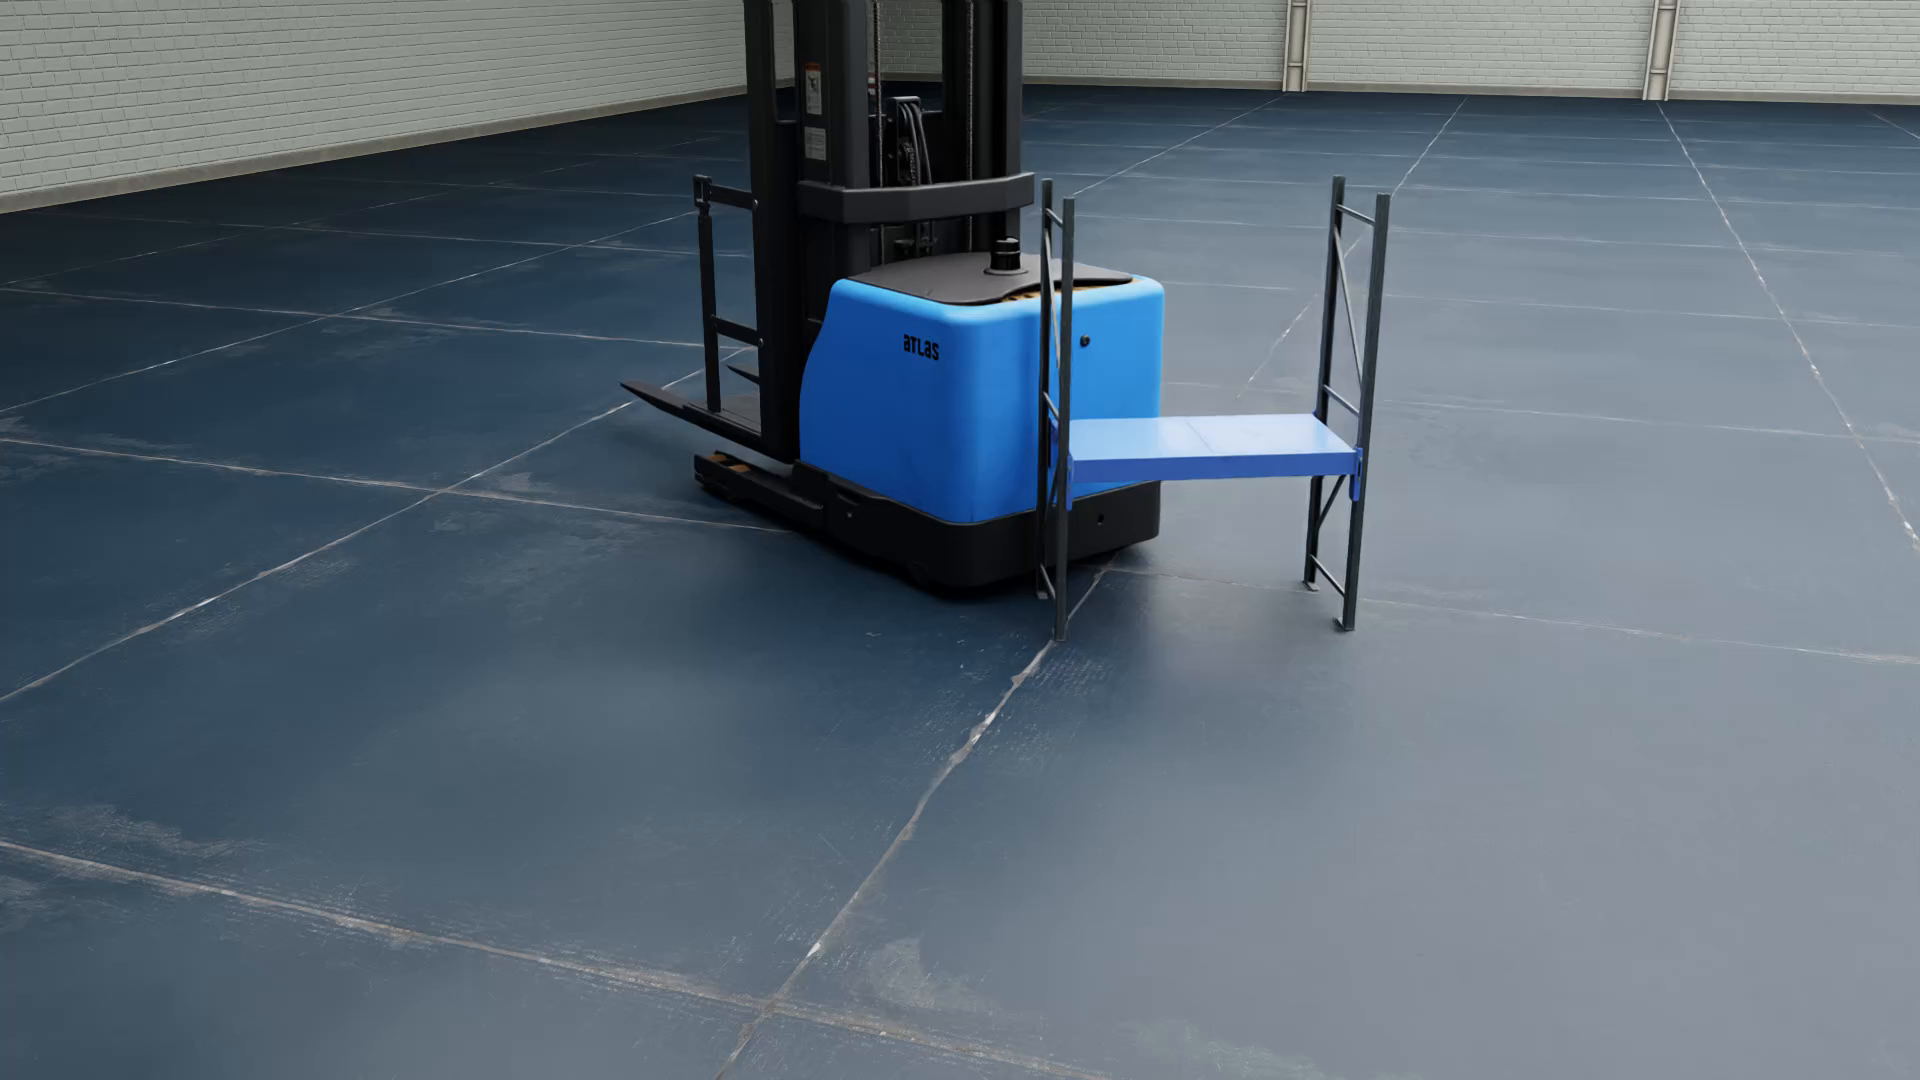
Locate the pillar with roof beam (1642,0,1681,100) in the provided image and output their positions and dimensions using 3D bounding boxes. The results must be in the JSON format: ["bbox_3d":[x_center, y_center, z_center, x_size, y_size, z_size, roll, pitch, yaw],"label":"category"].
[{"bbox_3d":[10.245,-10.307,22.589,0.400,9.000,9.100,7,20,18],"label":"pillar with roof beam"}]

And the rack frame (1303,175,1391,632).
[{"bbox_3d":[1.331,-0.472,5.769,0.032,1.500,0.500,-2,19,-5],"label":"rack frame"}]

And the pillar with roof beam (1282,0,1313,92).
[{"bbox_3d":[4.578,-10.955,24.448,0.400,9.000,9.100,7,20,18],"label":"pillar with roof beam"}]

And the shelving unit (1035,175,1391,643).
[{"bbox_3d":[0.825,-0.456,5.721,1.048,1.500,0.538,-2,19,-5],"label":"shelving unit"}]

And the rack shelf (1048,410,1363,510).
[{"bbox_3d":[0.825,-0.286,5.780,1.000,0.185,0.538,-2,19,-5],"label":"rack shelf"}]

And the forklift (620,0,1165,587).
[{"bbox_3d":[-0.509,-1.631,6.918,1.130,2.935,3.031,-14,24,-35],"label":"forklift"}]

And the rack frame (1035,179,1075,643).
[{"bbox_3d":[0.319,-0.439,5.674,0.032,1.500,0.500,-2,19,-5],"label":"rack frame"}]
